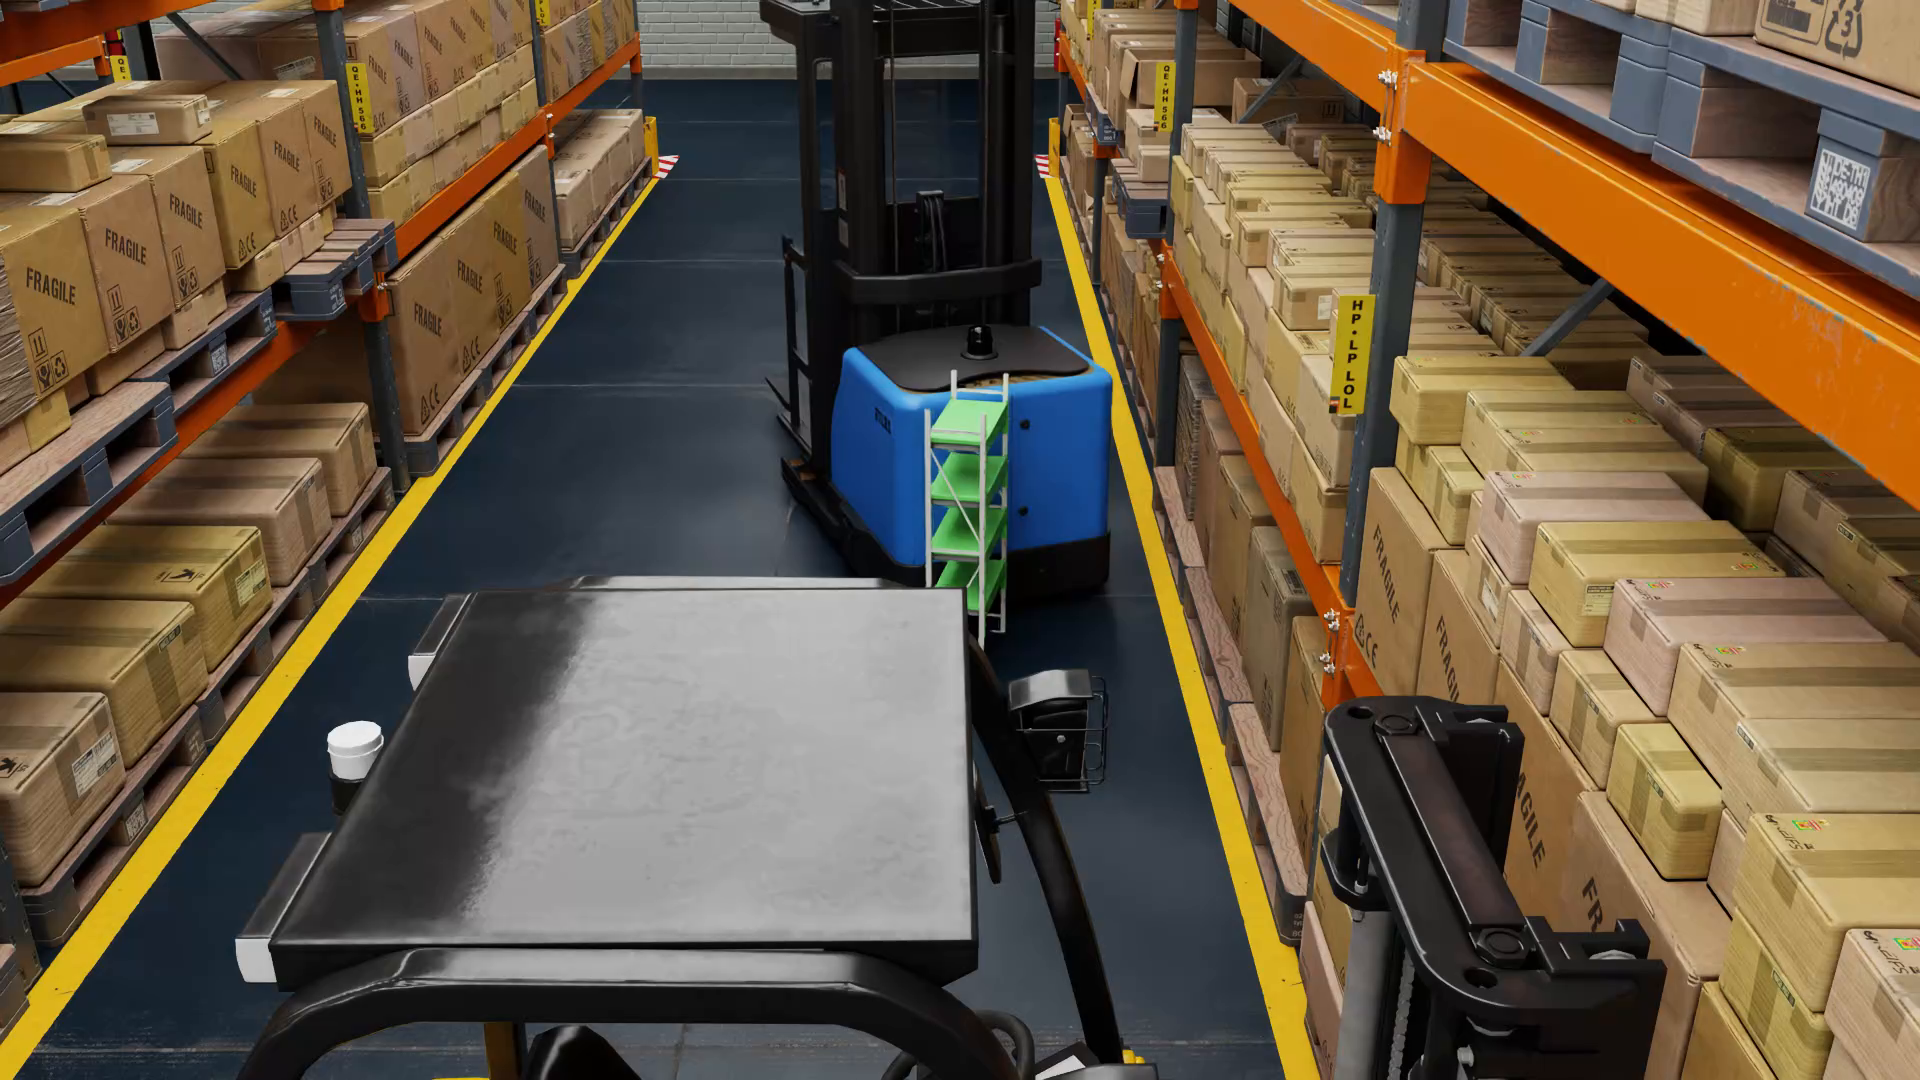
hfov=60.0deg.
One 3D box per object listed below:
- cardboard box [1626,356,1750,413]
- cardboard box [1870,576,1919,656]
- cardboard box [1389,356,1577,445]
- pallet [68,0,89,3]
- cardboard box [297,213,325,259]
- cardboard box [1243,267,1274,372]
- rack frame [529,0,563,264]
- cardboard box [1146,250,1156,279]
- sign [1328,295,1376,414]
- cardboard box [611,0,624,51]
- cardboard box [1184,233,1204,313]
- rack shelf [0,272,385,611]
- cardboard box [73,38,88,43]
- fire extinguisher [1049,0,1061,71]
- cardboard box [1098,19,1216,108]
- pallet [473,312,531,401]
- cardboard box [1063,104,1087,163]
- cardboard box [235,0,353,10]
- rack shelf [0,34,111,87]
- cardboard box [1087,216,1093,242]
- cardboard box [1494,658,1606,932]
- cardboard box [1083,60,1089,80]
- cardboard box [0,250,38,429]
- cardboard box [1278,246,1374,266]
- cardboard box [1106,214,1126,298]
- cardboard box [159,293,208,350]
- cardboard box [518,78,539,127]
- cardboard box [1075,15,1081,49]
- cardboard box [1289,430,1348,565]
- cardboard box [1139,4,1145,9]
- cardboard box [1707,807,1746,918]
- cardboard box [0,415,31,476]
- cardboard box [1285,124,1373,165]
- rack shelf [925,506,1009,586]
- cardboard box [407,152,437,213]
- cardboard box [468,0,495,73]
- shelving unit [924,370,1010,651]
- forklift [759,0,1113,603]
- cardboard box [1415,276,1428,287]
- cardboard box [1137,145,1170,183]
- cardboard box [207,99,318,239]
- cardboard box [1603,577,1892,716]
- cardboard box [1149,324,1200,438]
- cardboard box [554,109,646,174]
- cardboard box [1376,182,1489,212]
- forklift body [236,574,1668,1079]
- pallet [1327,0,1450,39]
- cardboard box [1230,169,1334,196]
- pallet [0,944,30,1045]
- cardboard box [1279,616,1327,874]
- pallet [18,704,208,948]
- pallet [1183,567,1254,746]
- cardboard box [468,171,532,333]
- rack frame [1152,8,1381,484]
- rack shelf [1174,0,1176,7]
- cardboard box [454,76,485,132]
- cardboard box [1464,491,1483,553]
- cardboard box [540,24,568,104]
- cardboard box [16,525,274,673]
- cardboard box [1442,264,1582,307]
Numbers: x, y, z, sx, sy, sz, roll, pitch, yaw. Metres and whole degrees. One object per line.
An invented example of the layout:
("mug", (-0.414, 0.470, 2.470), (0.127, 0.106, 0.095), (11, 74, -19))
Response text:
("cardboard box", (1.882, -0.348, 4.110), (0.380, 0.149, 0.250), (0, 24, 0))
("cardboard box", (1.864, 0.180, 2.943), (0.380, 0.149, 0.250), (-1, 24, -1))
("cardboard box", (1.283, -0.345, 4.104), (0.380, 0.149, 0.250), (0, 24, 1))
("pallet", (-3.301, -1.941, 5.489), (1.213, 0.211, 1.003), (0, 24, -1))
("cardboard box", (-3.069, -1.355, 7.401), (0.380, 0.149, 0.250), (0, 24, -1))
("cardboard box", (1.303, -0.785, 5.920), (0.500, 0.250, 0.500), (0, 24, 0))
("rack frame", (-3.474, -3.274, 11.849), (1.000, 3.000, 0.127), (0, 24, -1))
("cardboard box", (1.321, -1.633, 9.957), (0.380, 0.149, 0.250), (-1, 24, -1))
("sign", (1.034, -0.486, 4.377), (0.100, 0.325, 0.005), (0, 24, -1))
("cardboard box", (-3.257, -4.563, 14.579), (0.500, 0.500, 0.500), (-1, 24, -2))
("cardboard box", (1.294, -1.190, 7.423), (0.500, 0.250, 0.500), (-1, 24, -2))
("rack shelf", (-3.408, -0.474, 6.531), (1.077, 0.370, 4.000), (0, 24, -1))
("cardboard box", (-8.180, -4.611, 15.110), (0.380, 0.149, 0.250), (0, 24, 0))
("fire extinguisher", (0.982, -4.800, 15.768), (0.296, 0.674, 0.183), (0, 24, -1))
("cardboard box", (1.277, -3.121, 10.880), (0.700, 0.500, 0.500), (0, 24, 0))
("pallet", (-3.374, -1.182, 10.607), (1.003, 0.211, 1.213), (0, 24, -1))
("cardboard box", (1.358, -3.748, 15.416), (0.797, 0.503, 0.637), (-1, 24, -3))
("cardboard box", (-3.710, -2.755, 9.367), (0.500, 0.500, 0.500), (0, 24, -1))
("rack shelf", (-8.444, -3.707, 13.678), (1.077, 0.370, 4.000), (0, 24, -1))
("cardboard box", (1.190, -2.419, 12.907), (0.380, 0.149, 0.250), (-1, 24, -2))
("cardboard box", (1.349, 0.560, 3.250), (0.500, 0.500, 0.500), (0, 24, -1))
("cardboard box", (1.175, -3.741, 13.187), (0.380, 0.149, 0.250), (-1, 24, -1))
("cardboard box", (-3.105, -0.544, 4.822), (0.500, 0.500, 0.500), (0, 24, 1))
("cardboard box", (1.304, -0.906, 5.704), (0.380, 0.149, 0.250), (-1, 24, -2))
("cardboard box", (1.285, -1.931, 11.402), (0.500, 0.500, 0.500), (-1, 24, -1))
("cardboard box", (-3.063, -0.821, 6.220), (0.380, 0.149, 0.250), (1, 24, 1))
("cardboard box", (-3.217, -3.022, 11.474), (0.500, 0.250, 0.500), (-1, 24, -2))
("cardboard box", (1.223, -4.198, 13.713), (0.500, 0.250, 0.500), (-1, 24, -2))
("cardboard box", (1.310, -0.140, 5.101), (0.500, 0.250, 0.500), (0, 24, 1))
("cardboard box", (1.721, -4.408, 14.178), (0.500, 0.250, 0.500), (1, 24, 1))
("cardboard box", (1.385, 0.532, 2.524), (0.380, 0.149, 0.250), (0, 24, -1))
("cardboard box", (-3.077, -0.284, 5.032), (0.380, 0.149, 0.250), (0, 24, 0))
("cardboard box", (1.739, -1.858, 7.809), (0.380, 0.149, 0.250), (1, 24, 1))
("rack shelf", (0.032, 0.010, 6.927), (0.258, 0.148, 0.480), (5, 25, 11))
("cardboard box", (-3.207, -1.972, 9.152), (0.500, 0.250, 0.500), (-1, 24, -2))
("cardboard box", (-3.219, -3.170, 10.285), (0.500, 0.500, 0.500), (0, 24, 1))
("shelving unit", (0.032, -0.048, 6.900), (0.258, 1.200, 0.503), (5, 25, 11))
("forklift", (-0.306, -1.582, 8.191), (1.130, 2.935, 3.031), (-9, 26, -19))
("cardboard box", (1.838, -0.790, 5.932), (0.500, 0.250, 0.500), (-1, 24, -2))
("cardboard box", (1.142, -1.996, 8.817), (0.380, 0.149, 0.250), (0, 24, 0))
("cardboard box", (-3.131, -1.599, 7.154), (0.500, 0.500, 0.500), (-1, 24, -1))
("cardboard box", (1.377, 0.185, 2.931), (0.380, 0.149, 0.250), (0, 24, -1))
("cardboard box", (1.314, -0.875, 9.069), (0.500, 0.500, 0.500), (0, 24, 1))
("cardboard box", (-3.410, -3.675, 15.335), (0.875, 0.438, 0.875), (-1, 24, -2))
("cardboard box", (1.879, -1.332, 6.647), (0.380, 0.149, 0.250), (-1, 24, -1))
("forklift body", (-0.225, 1.260, 2.853), (2.313, 2.155, 1.214), (0, 24, -1))
("pallet", (1.554, -1.644, 4.838), (0.805, 0.209, 1.217), (-1, 24, -3))
("cardboard box", (1.323, -1.431, 6.866), (0.380, 0.149, 0.250), (0, 24, 0))
("pallet", (-3.344, 1.570, 4.524), (1.003, 0.211, 1.213), (0, 24, -1))
("cardboard box", (1.560, 0.674, 5.491), (0.875, 0.625, 0.625), (1, 24, 2))
("pallet", (-3.397, 0.972, 5.844), (1.003, 0.211, 1.213), (0, 24, -1))
("pallet", (1.513, 0.462, 6.973), (1.003, 0.211, 1.213), (0, 24, -1))
("cardboard box", (-3.370, -1.870, 10.813), (0.875, 0.875, 0.875), (0, 24, 1))
("rack frame", (1.533, -1.650, 8.258), (1.000, 3.000, 0.127), (0, 24, -1))
("rack shelf", (1.511, -3.513, 9.610), (1.077, 0.370, 4.000), (0, 24, -1))
("cardboard box", (-3.179, -2.623, 9.984), (0.500, 0.250, 0.500), (0, 24, 0))
("cardboard box", (1.352, 0.004, 3.693), (0.380, 0.149, 0.250), (0, 24, -1))
("cardboard box", (-3.217, -3.514, 12.259), (0.500, 0.500, 0.500), (1, 24, 1))
("cardboard box", (-3.415, 0.230, 6.782), (0.950, 0.372, 0.625), (1, 24, 1))
("cardboard box", (1.811, -0.807, 5.486), (0.380, 0.149, 0.250), (0, 24, -1))
